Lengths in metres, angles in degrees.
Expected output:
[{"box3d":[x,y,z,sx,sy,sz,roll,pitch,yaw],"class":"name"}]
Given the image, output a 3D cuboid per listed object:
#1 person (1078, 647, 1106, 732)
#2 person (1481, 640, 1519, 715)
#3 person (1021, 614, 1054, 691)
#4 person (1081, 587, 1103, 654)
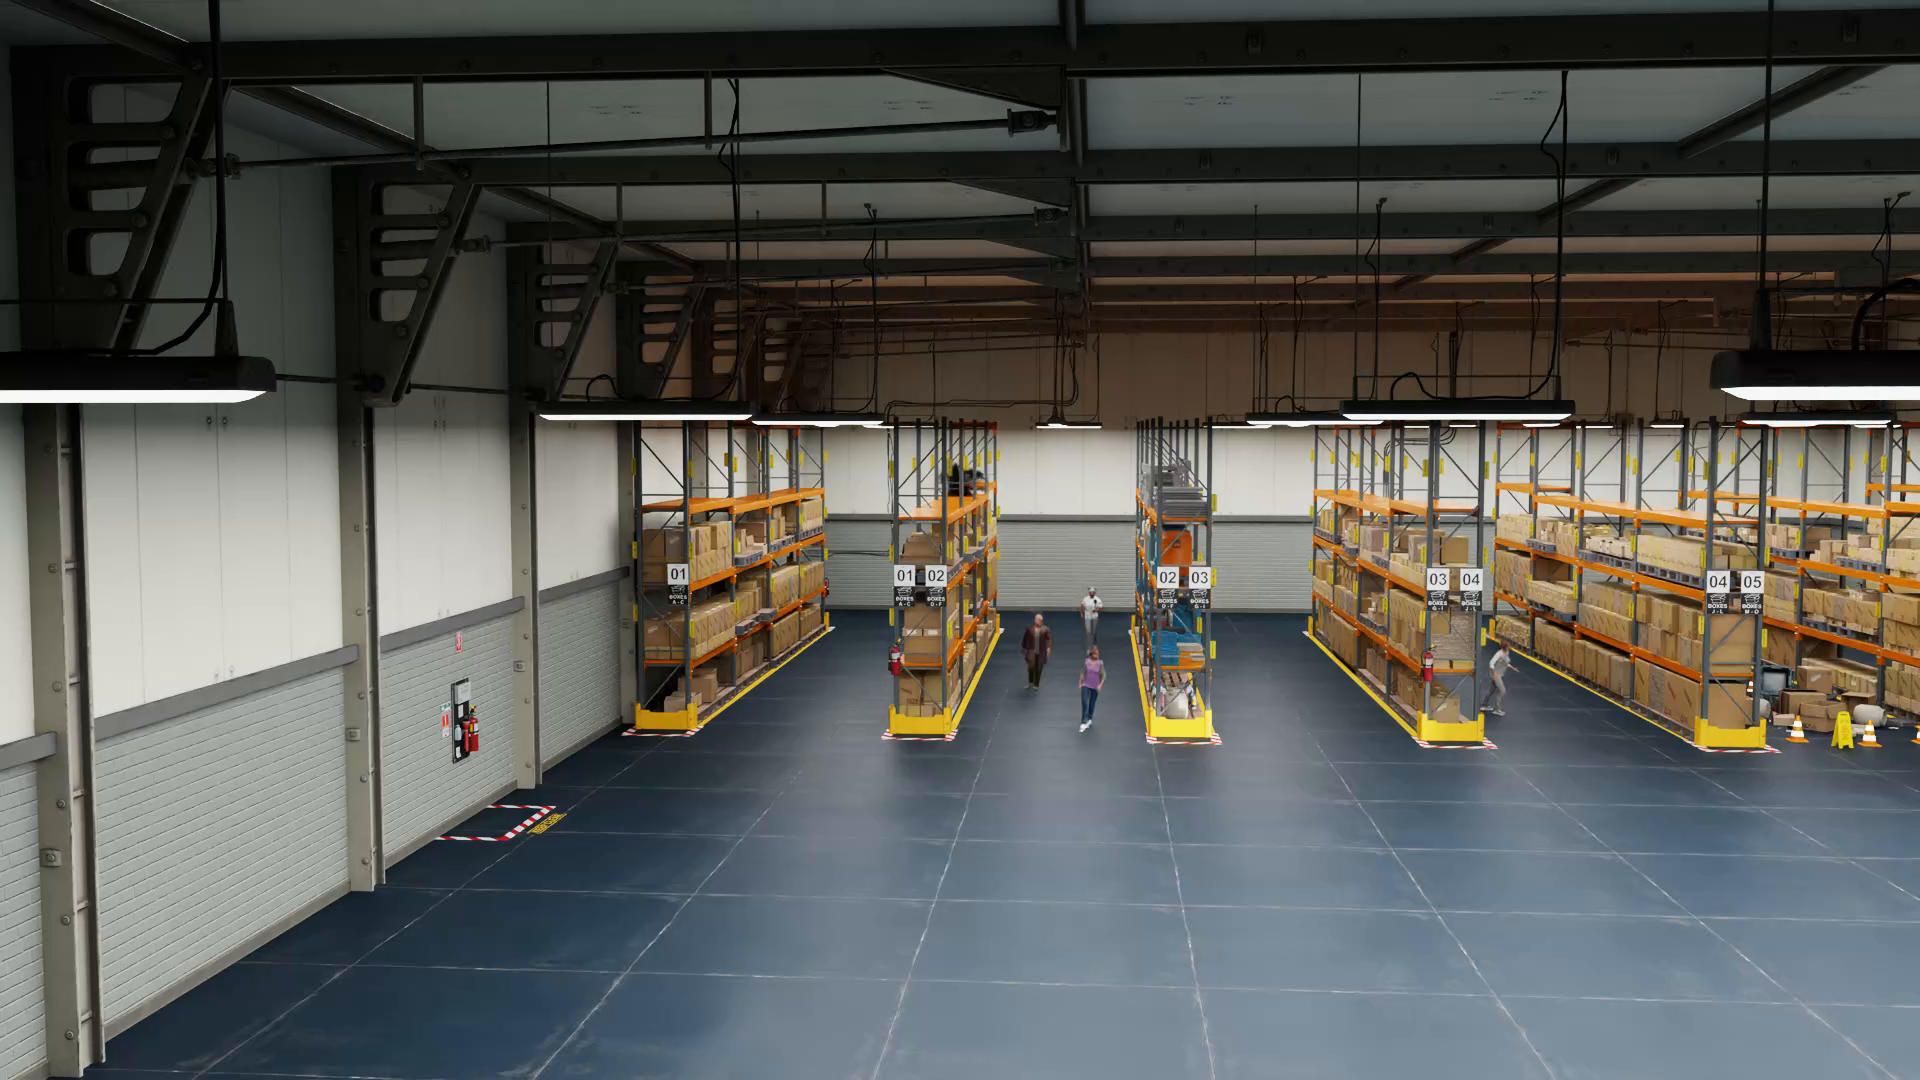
[{"box3d":[2.542,2.847,32.008,0.541,1.602,0.662,0,4,2],"class":"person"},{"box3d":[10.939,2.770,33.715,0.765,1.521,0.607,2,4,31],"class":"person"},{"box3d":[1.695,2.472,36.334,0.705,1.723,0.823,0,4,-1],"class":"person"},{"box3d":[3.416,2.073,43.119,0.583,1.763,0.754,0,4,6],"class":"person"}]
